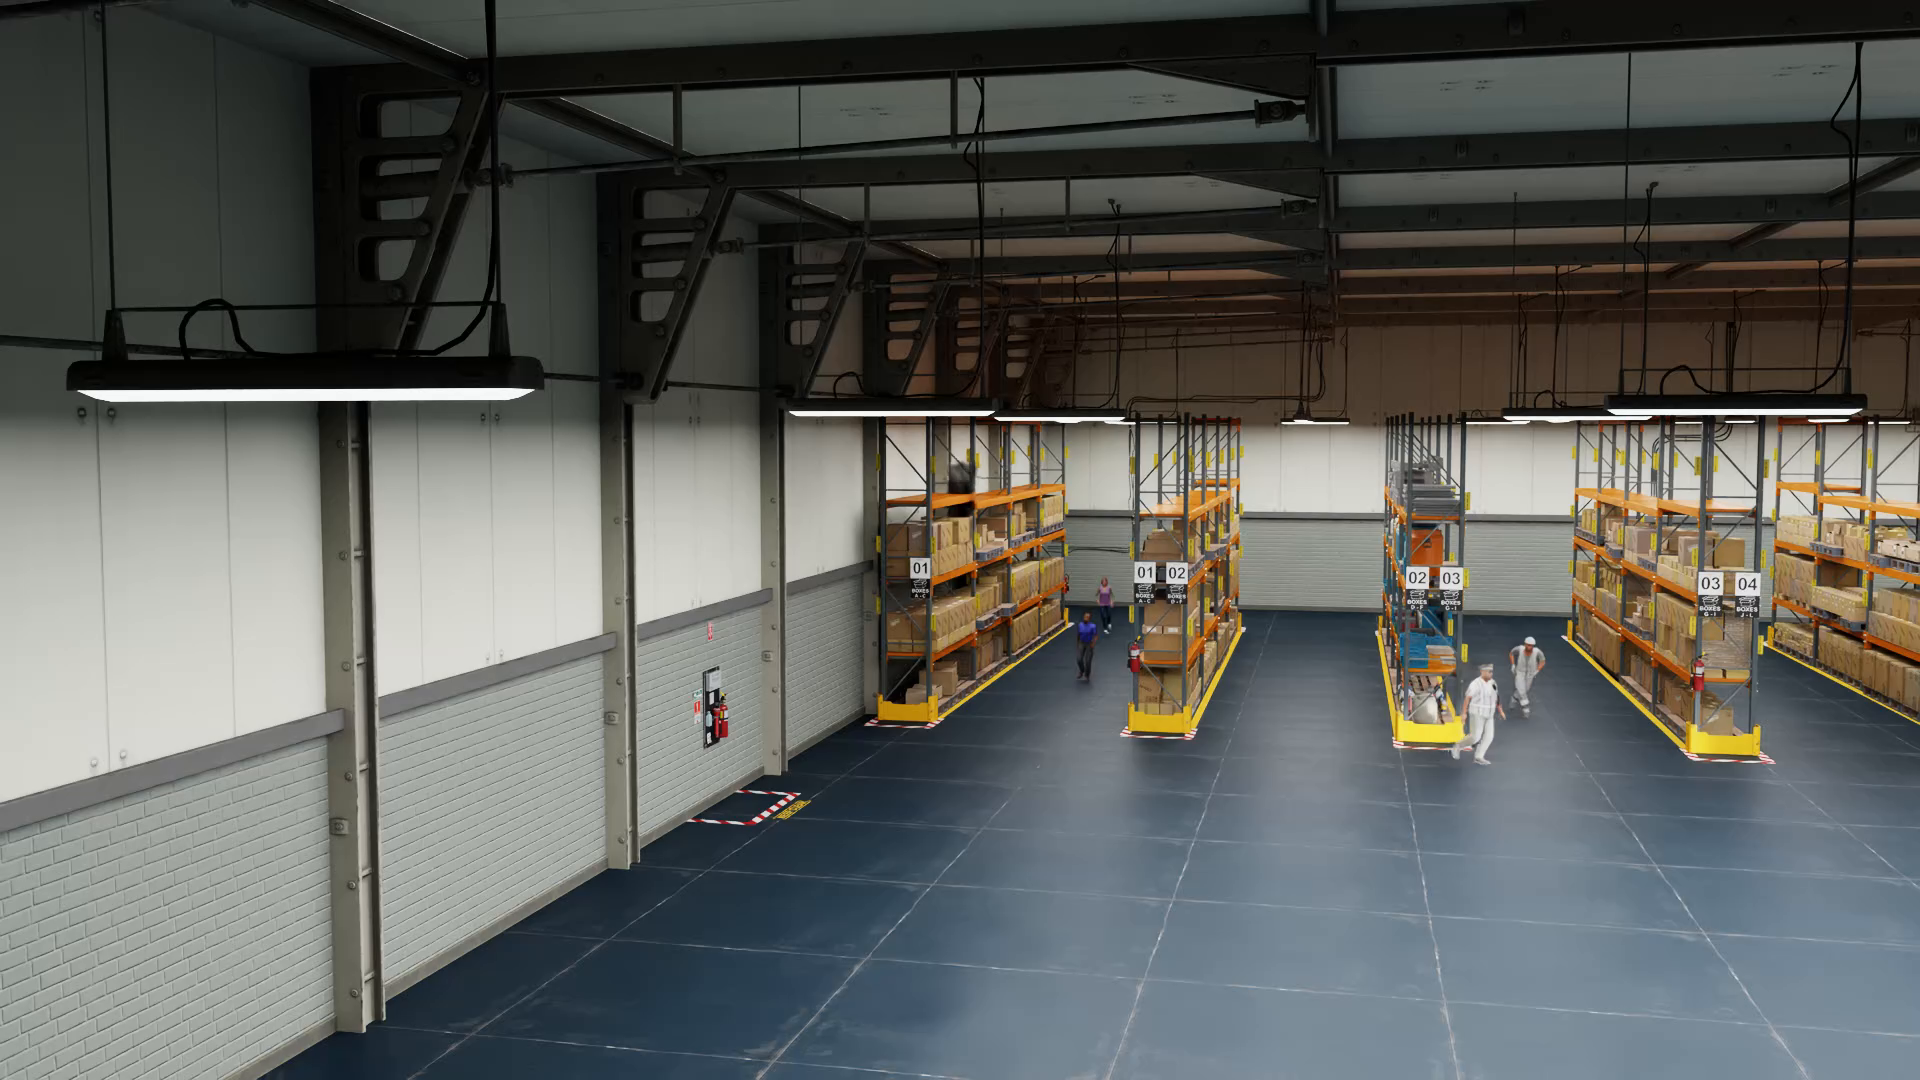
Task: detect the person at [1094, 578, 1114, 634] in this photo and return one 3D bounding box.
[{"bbox_3d":[4.017,1.824,46.281,0.565,1.565,0.532,0,4,2],"label":"person"}]

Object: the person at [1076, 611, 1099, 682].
[{"bbox_3d":[2.829,2.396,37.278,0.581,1.610,0.762,1,4,15],"label":"person"}]

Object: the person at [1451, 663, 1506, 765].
[{"bbox_3d":[8.796,2.943,28.271,0.712,1.738,0.698,-2,4,-29],"label":"person"}]

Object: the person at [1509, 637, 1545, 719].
[{"bbox_3d":[11.233,2.683,33.024,0.647,1.635,1.099,1,4,8],"label":"person"}]
